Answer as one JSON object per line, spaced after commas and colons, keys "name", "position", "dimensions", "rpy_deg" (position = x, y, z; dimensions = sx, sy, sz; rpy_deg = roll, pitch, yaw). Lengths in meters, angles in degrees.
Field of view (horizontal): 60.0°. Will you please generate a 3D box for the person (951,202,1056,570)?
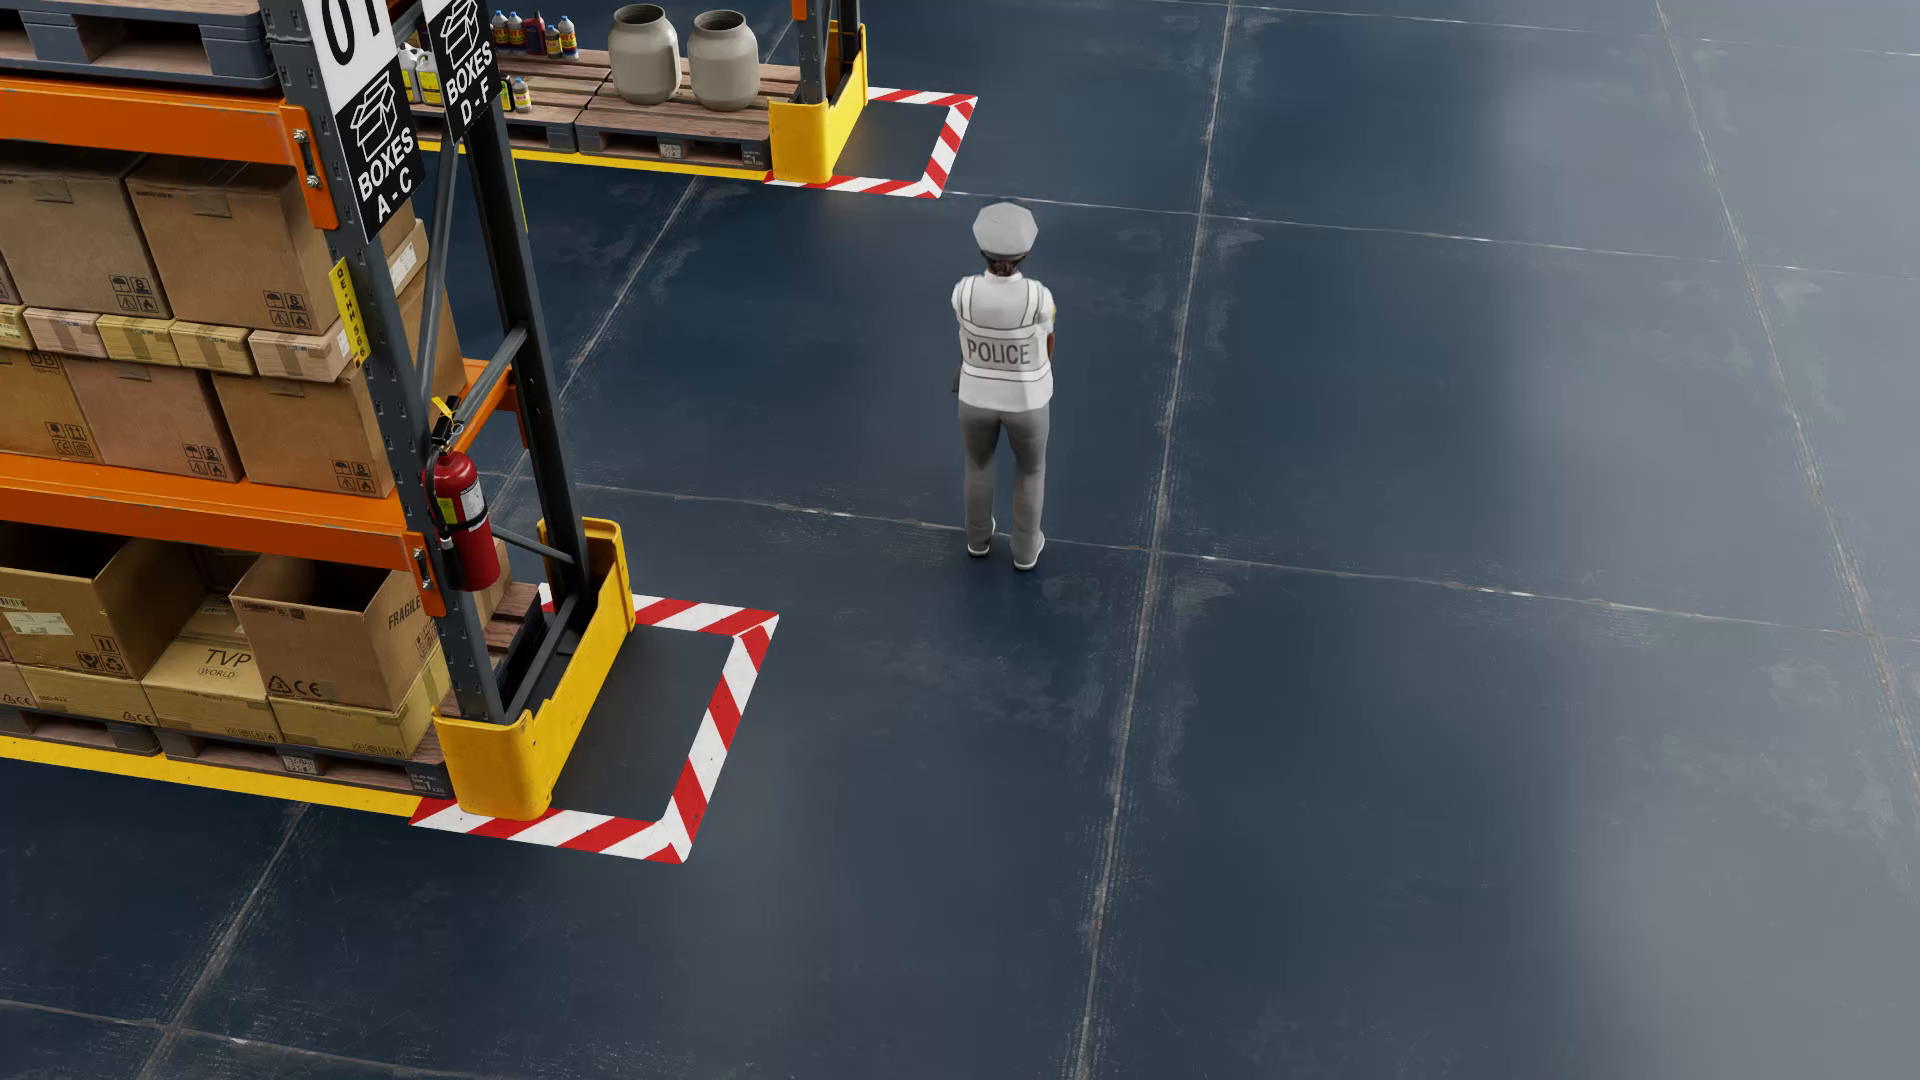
{"name": "person", "position": [0.184, -0.636, 6.886], "dimensions": [0.416, 1.685, 0.530], "rpy_deg": [6, 41, 7]}
